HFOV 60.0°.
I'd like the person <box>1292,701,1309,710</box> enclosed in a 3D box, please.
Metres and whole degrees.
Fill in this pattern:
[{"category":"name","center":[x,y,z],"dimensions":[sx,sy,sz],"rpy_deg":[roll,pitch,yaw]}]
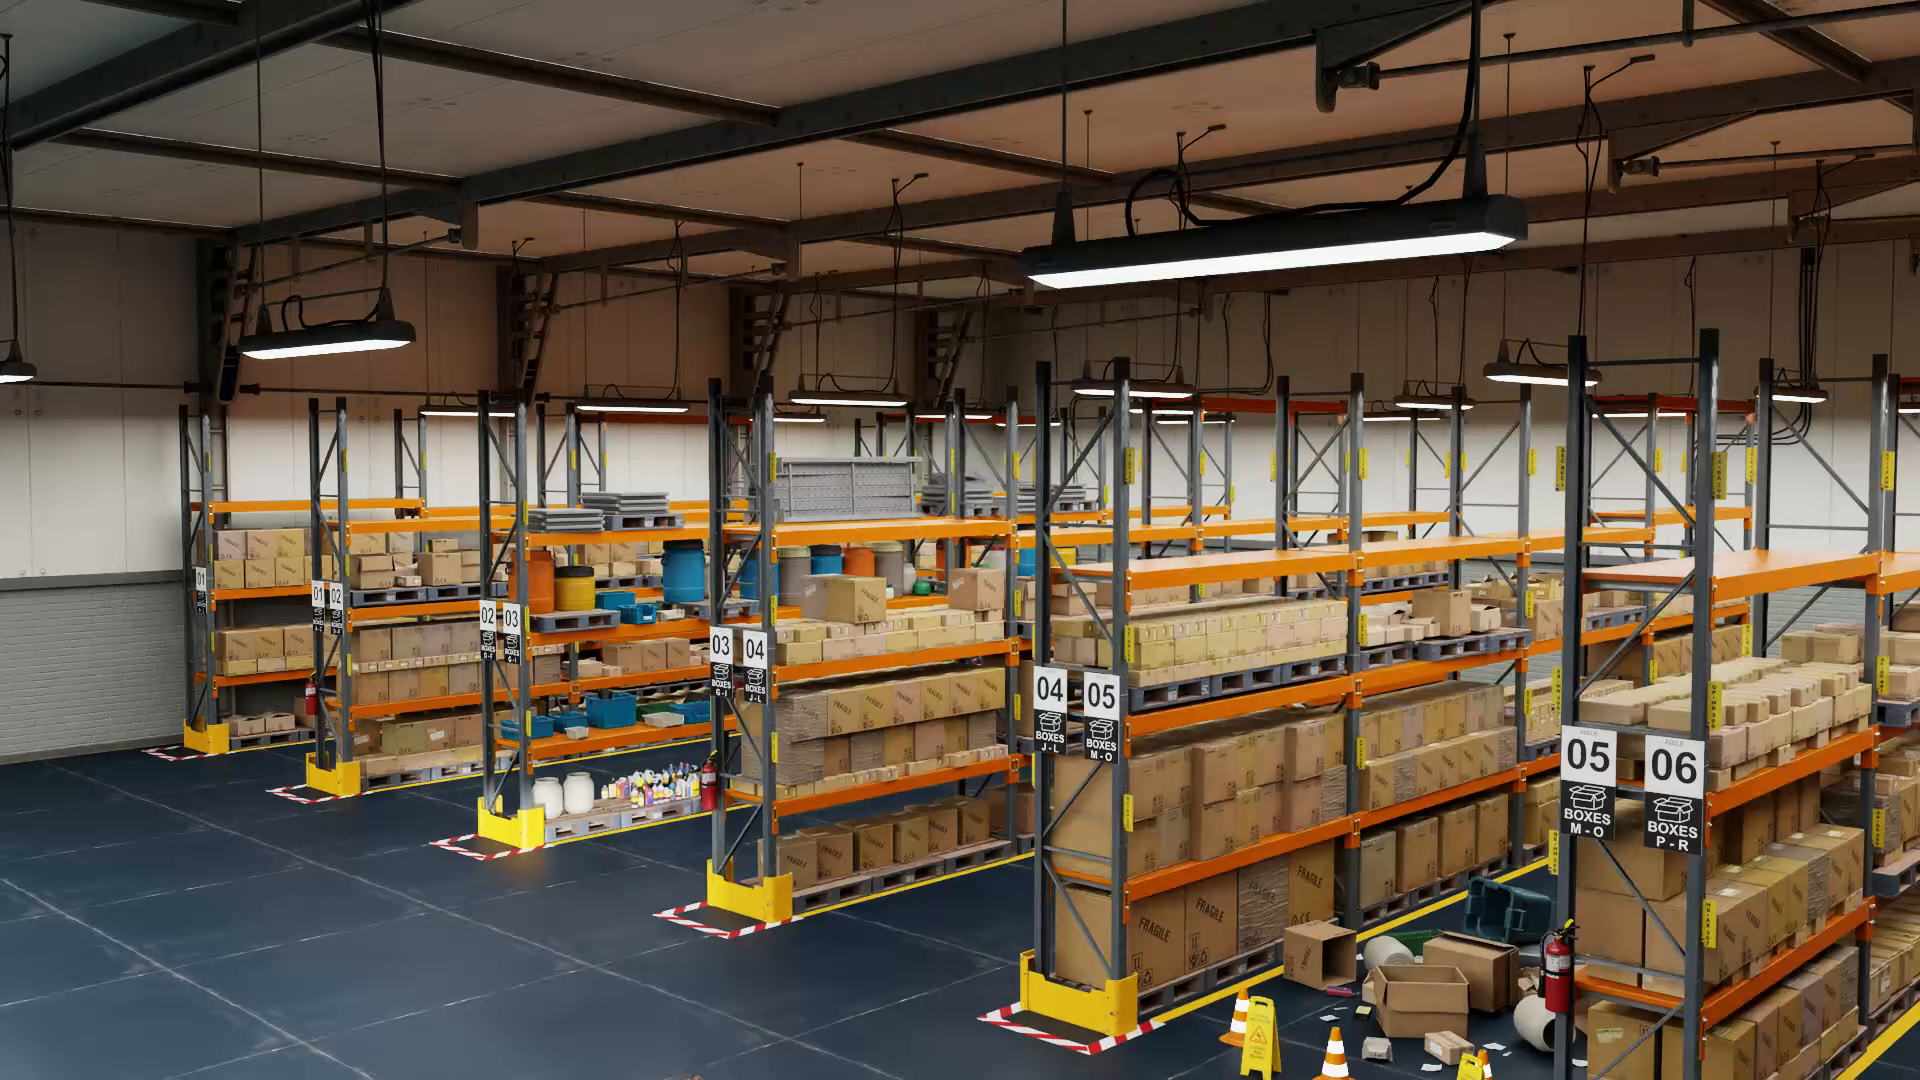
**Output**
[{"category":"person","center":[4.771,3.082,23.700],"dimensions":[0.569,1.654,0.561],"rpy_deg":[2,4,39]}]
